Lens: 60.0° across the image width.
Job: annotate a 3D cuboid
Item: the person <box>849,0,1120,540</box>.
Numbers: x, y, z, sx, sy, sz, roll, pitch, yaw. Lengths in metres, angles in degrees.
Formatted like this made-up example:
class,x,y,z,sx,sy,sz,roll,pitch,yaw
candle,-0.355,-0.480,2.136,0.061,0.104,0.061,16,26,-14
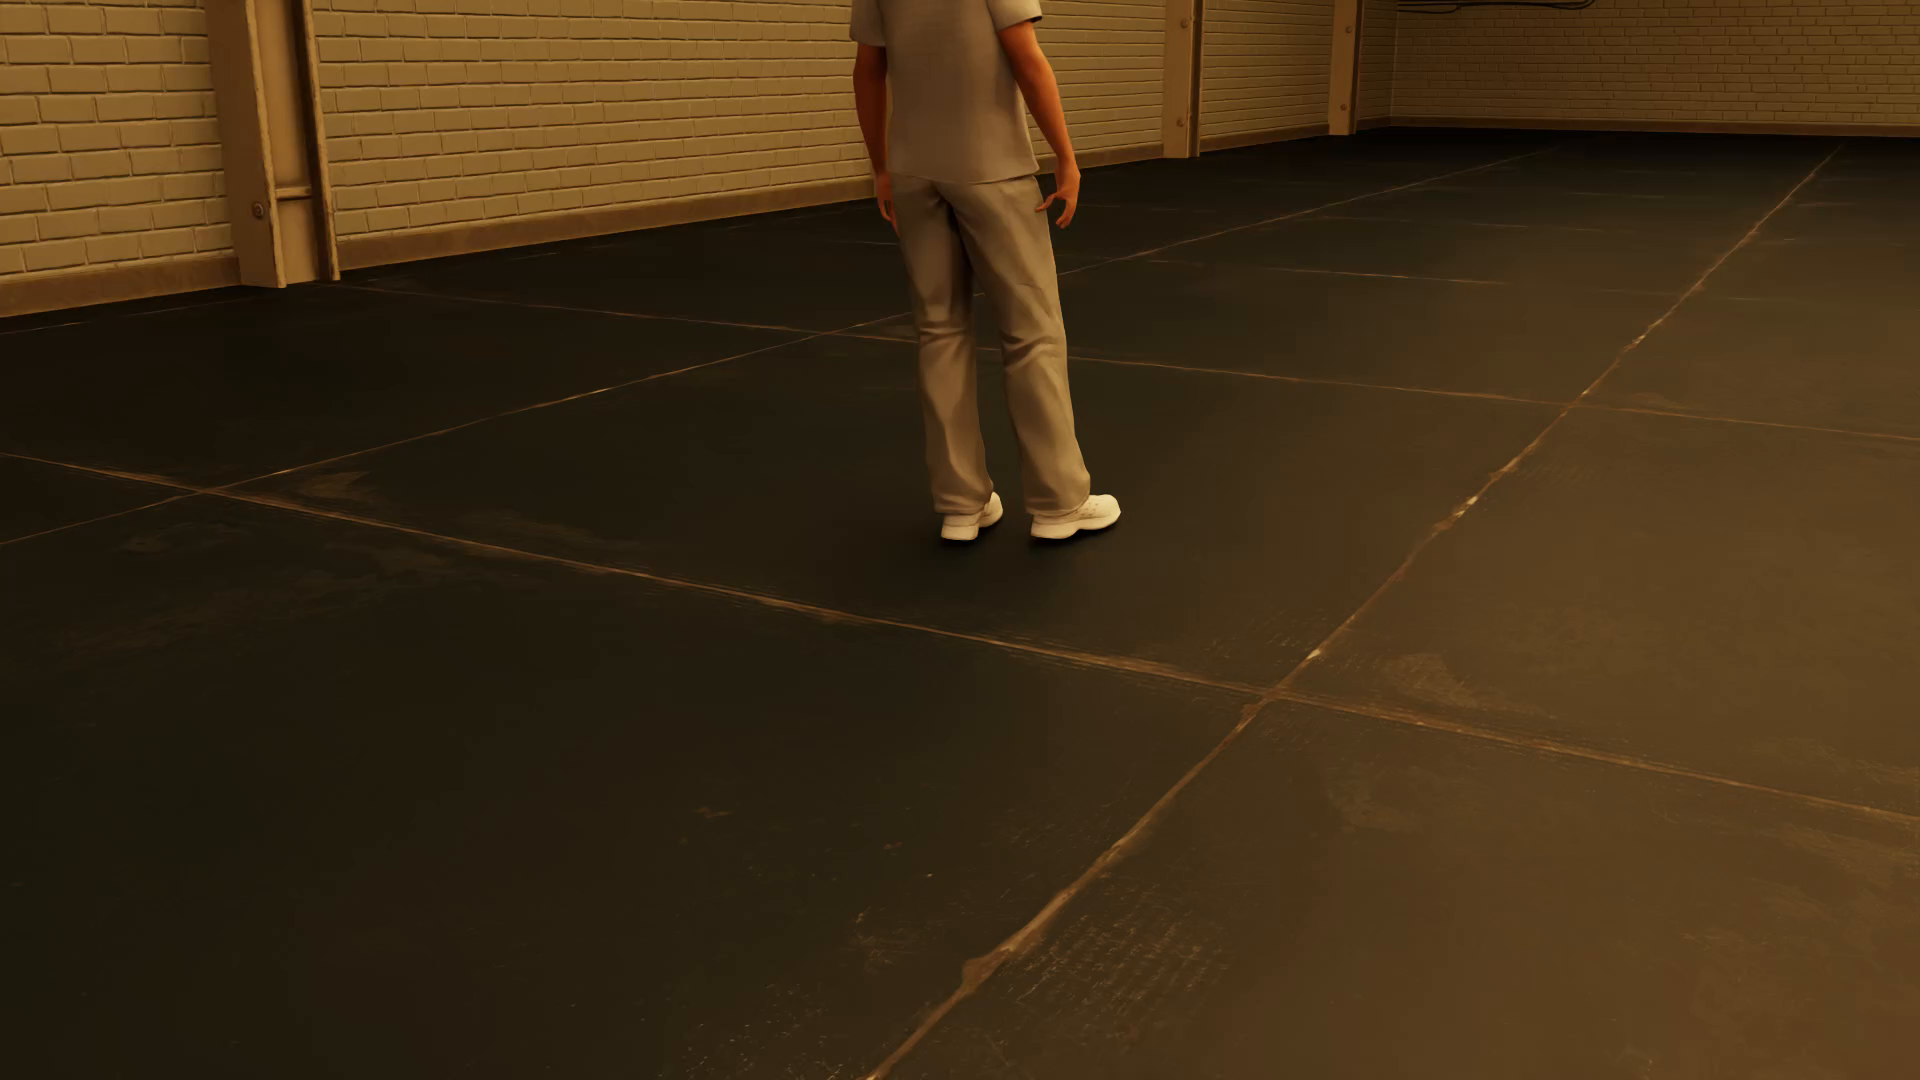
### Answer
class,x,y,z,sx,sy,sz,roll,pitch,yaw
person,0.048,-0.827,3.857,0.549,1.673,0.548,9,19,28
